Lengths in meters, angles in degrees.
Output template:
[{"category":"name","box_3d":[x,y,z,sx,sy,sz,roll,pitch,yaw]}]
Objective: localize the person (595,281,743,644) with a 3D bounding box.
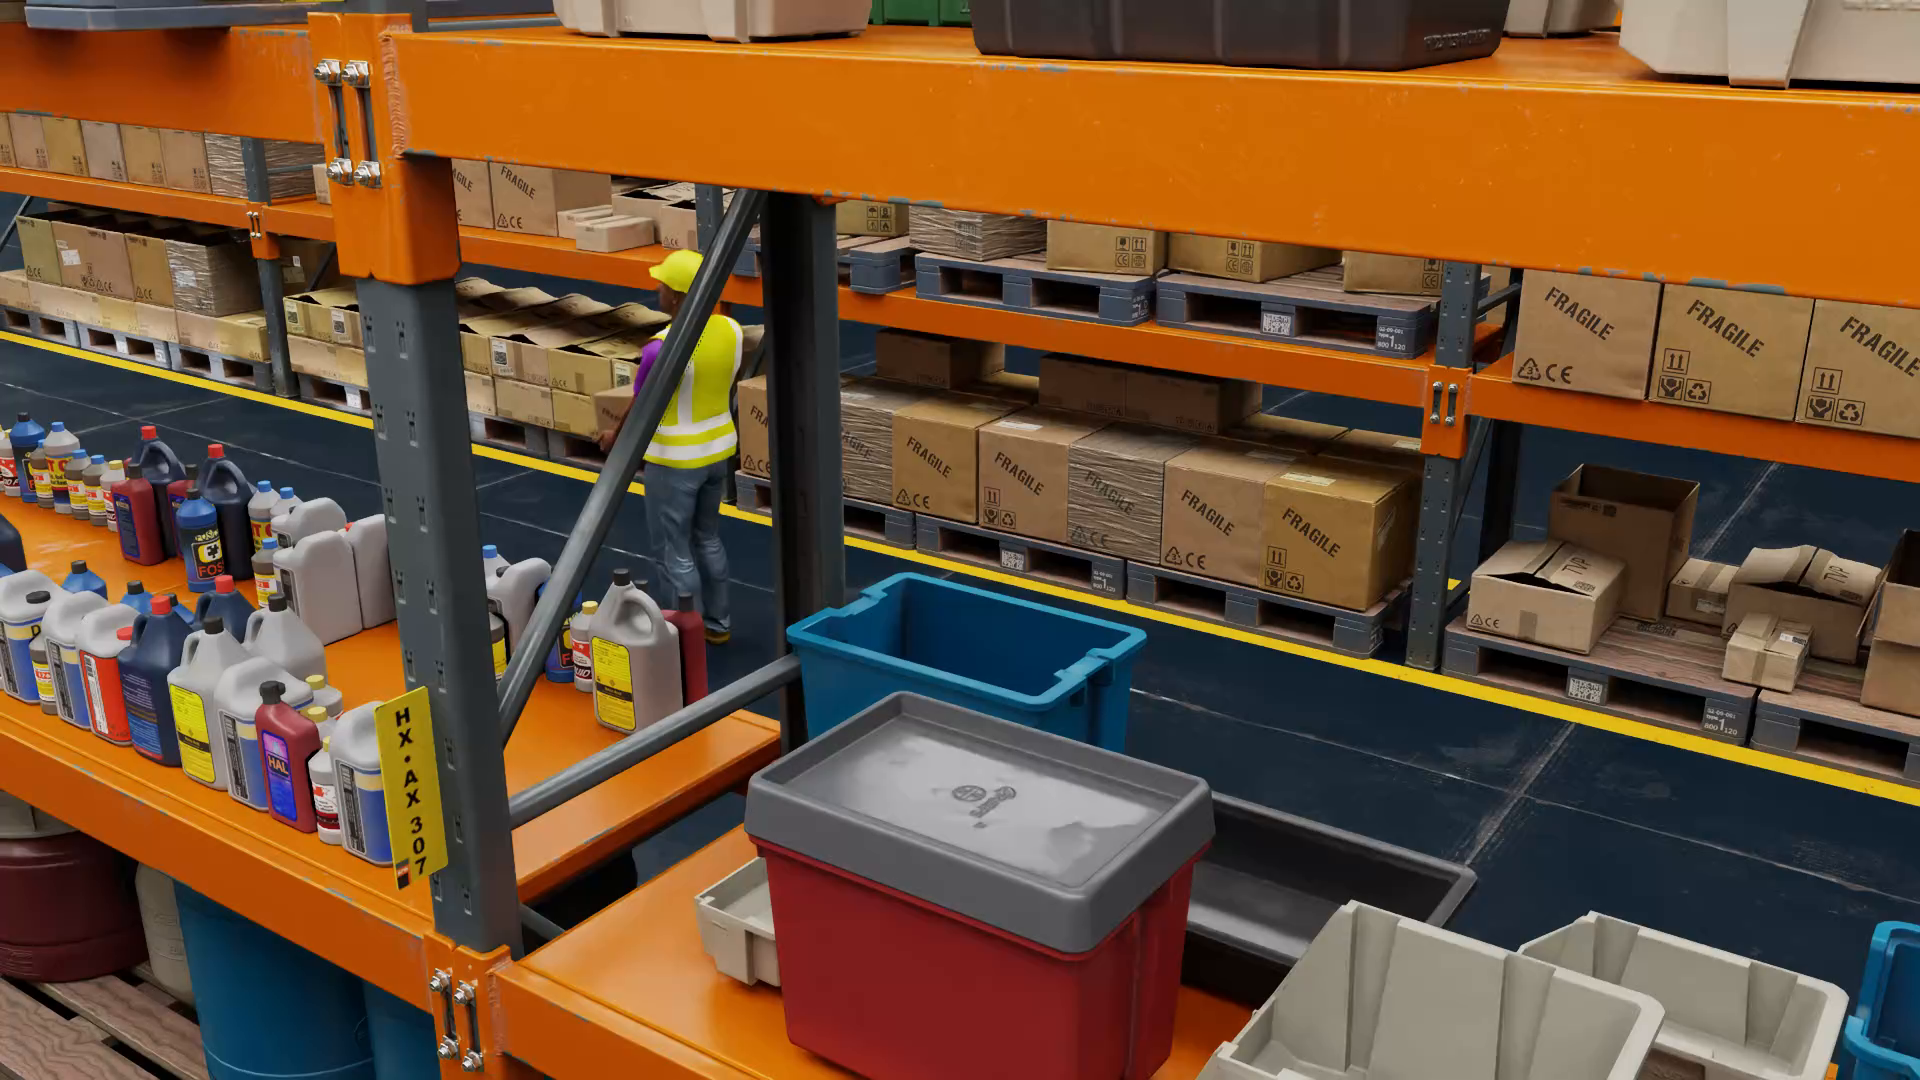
[{"category":"person","box_3d":[-1.228,-0.342,7.046,0.573,1.730,0.513,11,22,28]}]
